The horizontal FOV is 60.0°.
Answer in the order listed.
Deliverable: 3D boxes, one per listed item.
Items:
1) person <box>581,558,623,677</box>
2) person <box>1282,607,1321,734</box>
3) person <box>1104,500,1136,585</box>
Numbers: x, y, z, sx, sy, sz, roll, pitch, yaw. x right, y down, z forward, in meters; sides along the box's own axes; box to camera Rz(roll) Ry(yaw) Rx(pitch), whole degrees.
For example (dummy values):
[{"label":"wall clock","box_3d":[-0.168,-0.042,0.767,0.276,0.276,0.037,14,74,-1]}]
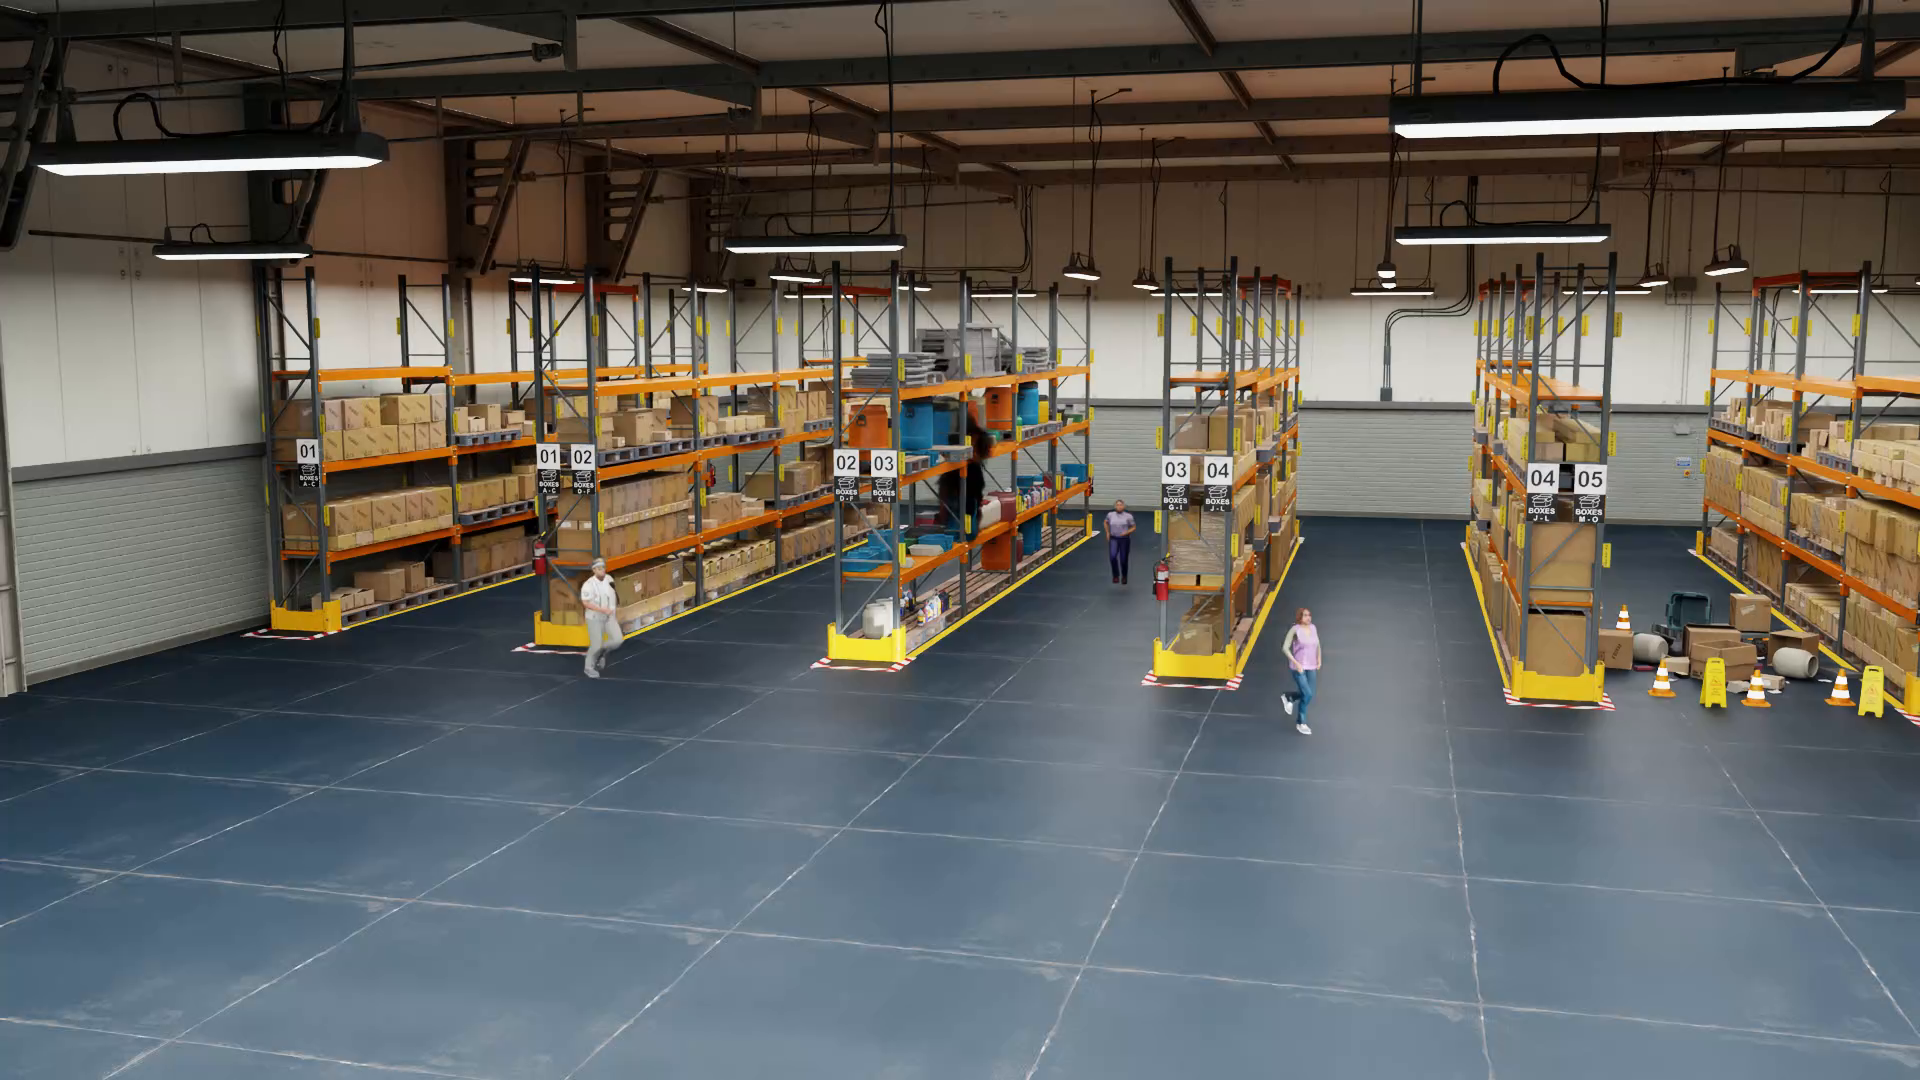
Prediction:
[{"label":"person","box_3d":[-5.137,1.109,23.963,0.712,1.744,0.689,7,10,42]},{"label":"person","box_3d":[4.241,1.600,20.851,0.548,1.588,0.604,-3,8,-24]},{"label":"person","box_3d":[3.010,0.054,31.355,0.617,1.647,0.837,1,7,9]}]
